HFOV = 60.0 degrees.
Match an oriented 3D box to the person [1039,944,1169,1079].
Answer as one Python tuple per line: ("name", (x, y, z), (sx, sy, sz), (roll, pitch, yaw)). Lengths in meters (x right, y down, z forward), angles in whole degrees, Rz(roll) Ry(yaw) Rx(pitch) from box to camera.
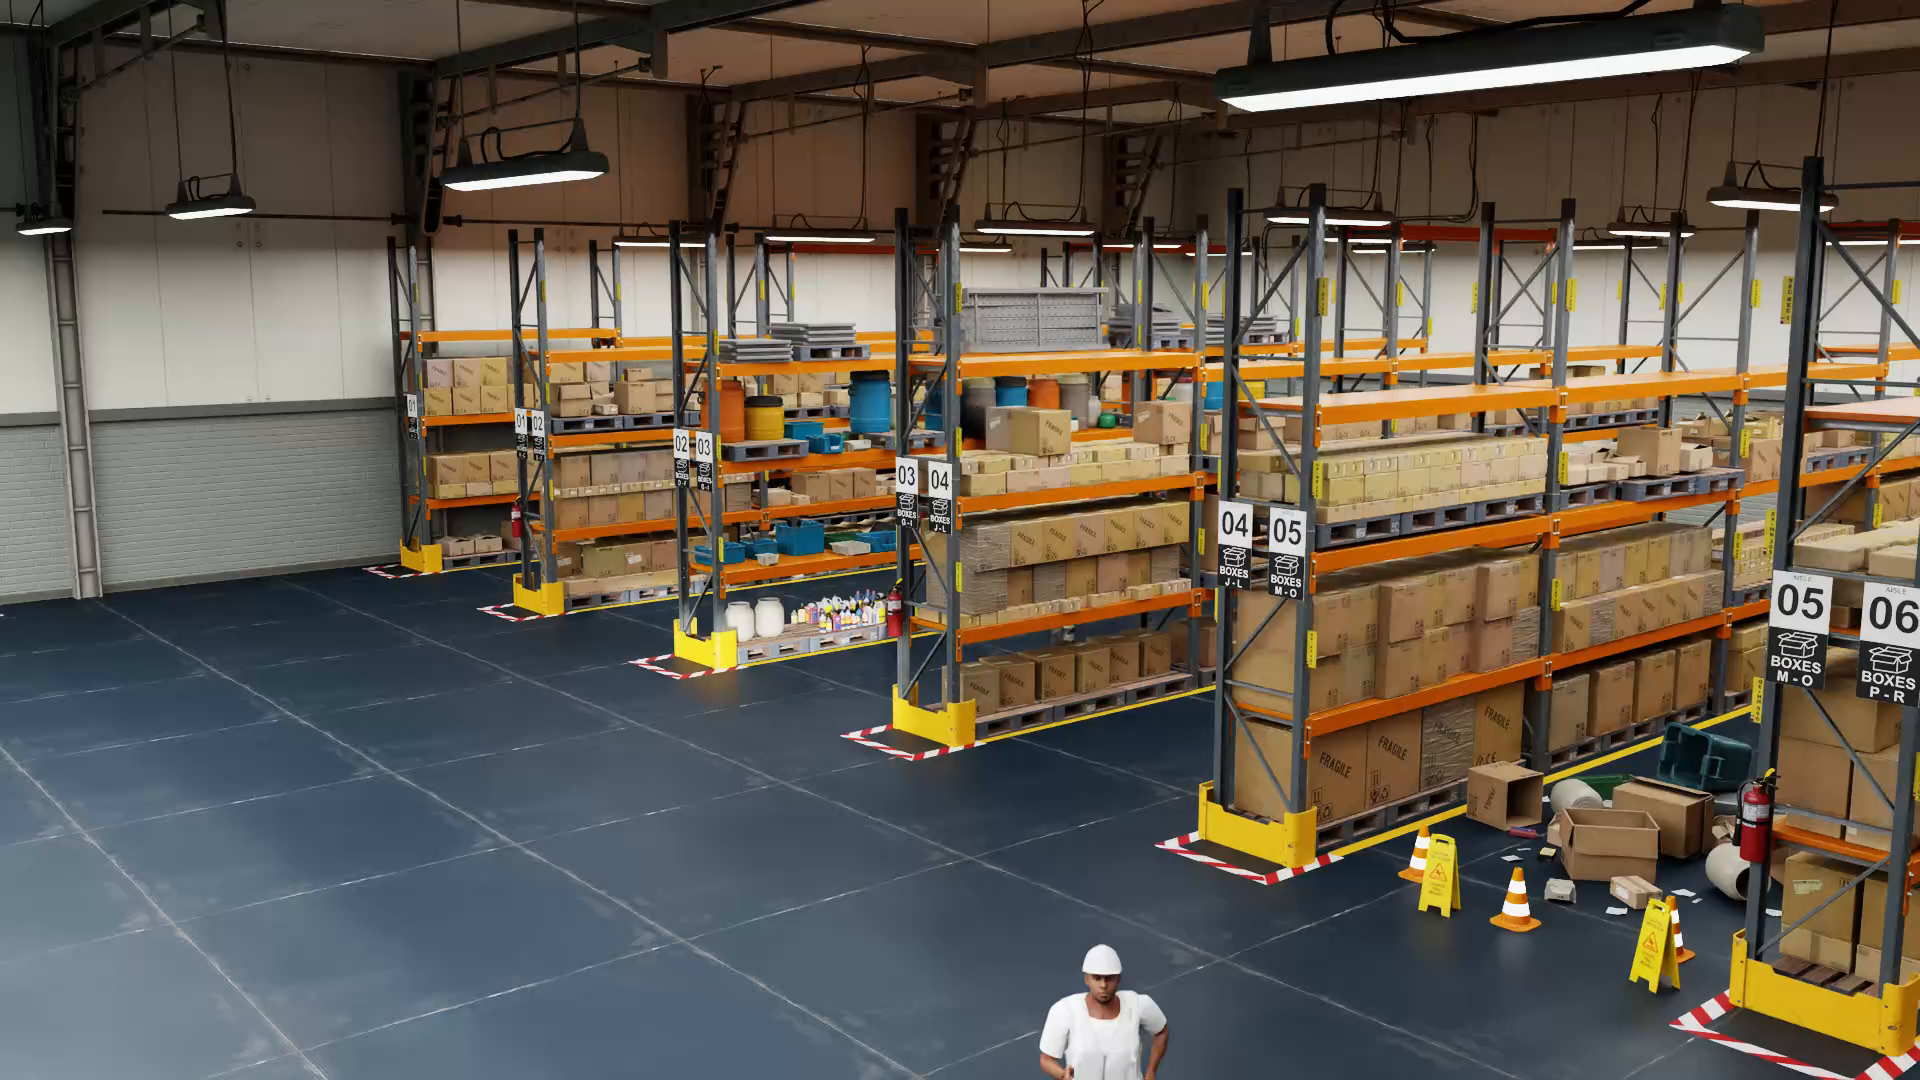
("person", (0.747, 2.994, 8.652), (0.677, 1.795, 0.683), (1, 9, 5))

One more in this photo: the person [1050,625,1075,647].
("person", (1.289, 0.581, 22.327), (0.642, 1.786, 0.649), (-9, 12, -44))
